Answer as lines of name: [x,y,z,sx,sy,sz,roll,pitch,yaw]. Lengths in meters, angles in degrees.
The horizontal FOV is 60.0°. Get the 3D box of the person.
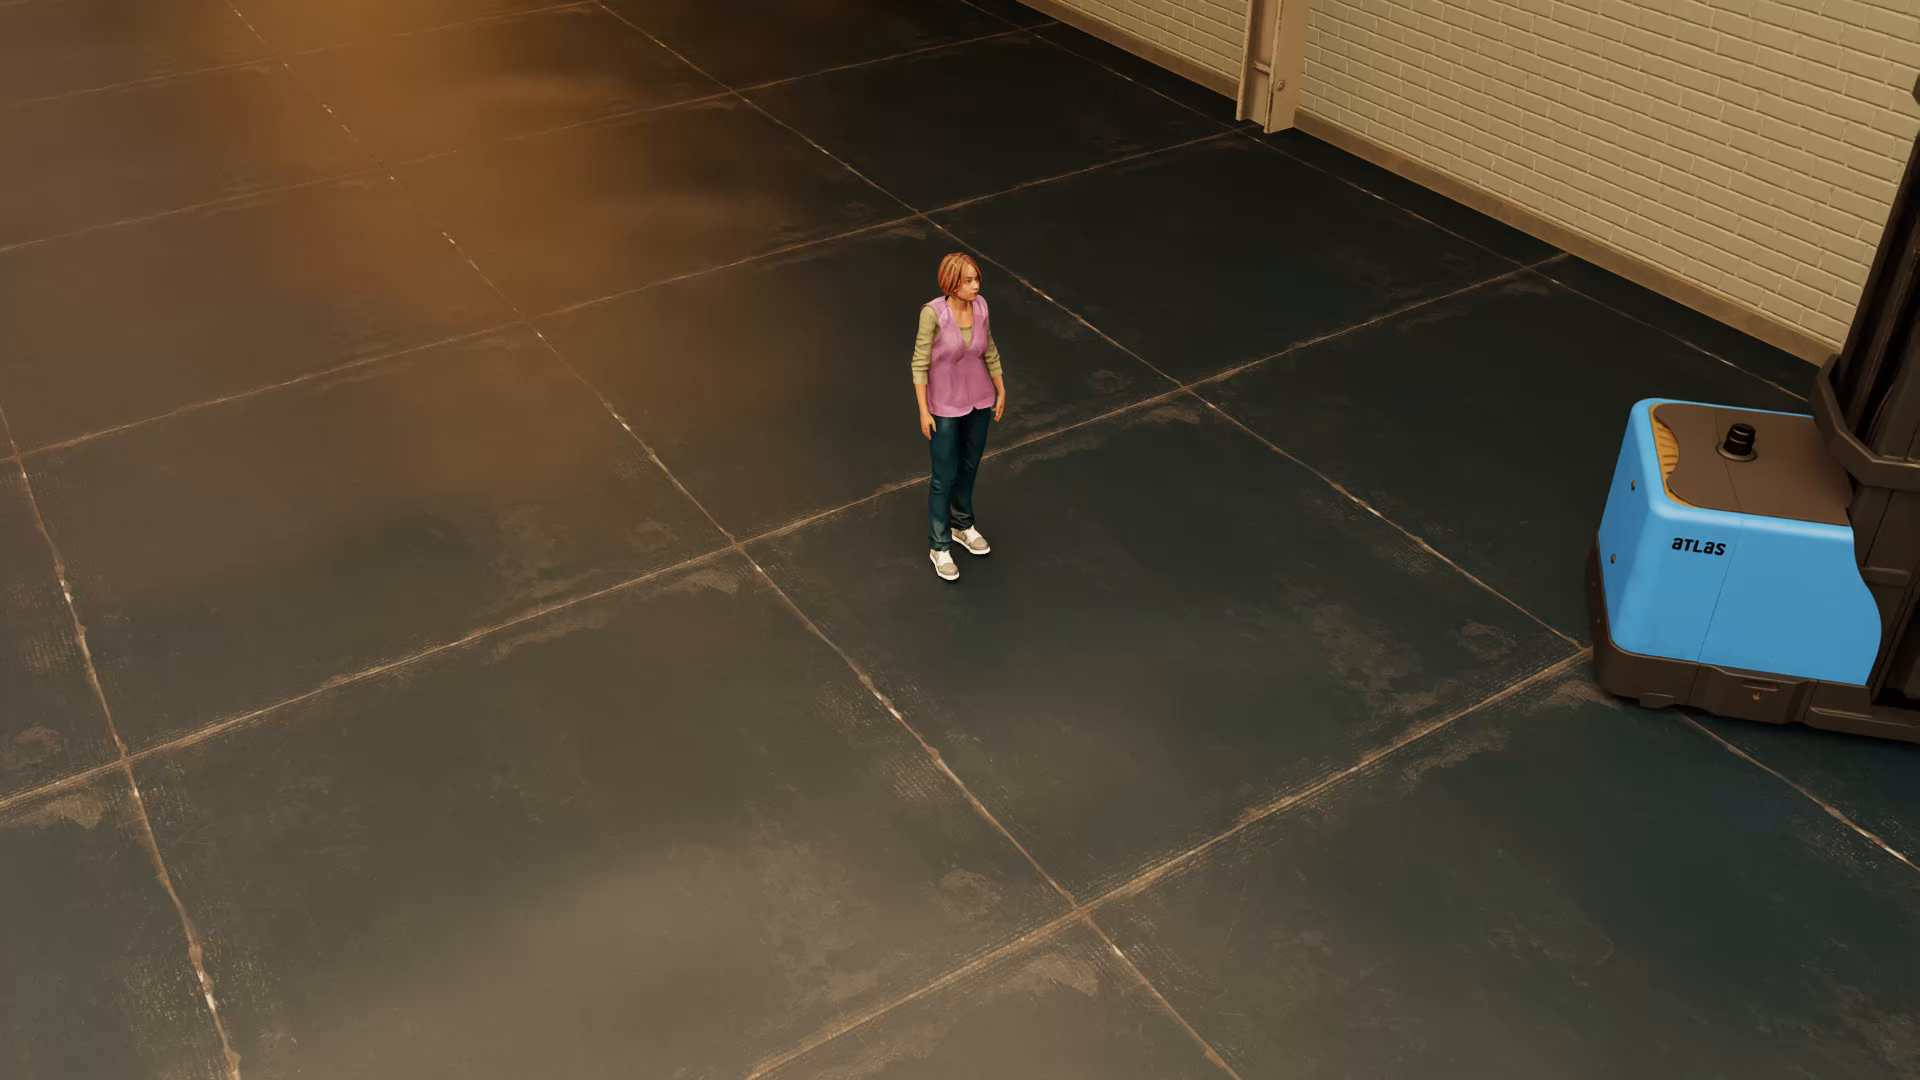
person: [0.029,-0.619,8.177,0.521,1.599,0.473,-21,40,-27]

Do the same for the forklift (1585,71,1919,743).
forklift: [4.505,-0.533,6.906,3.031,2.935,1.130,8,36,11]
